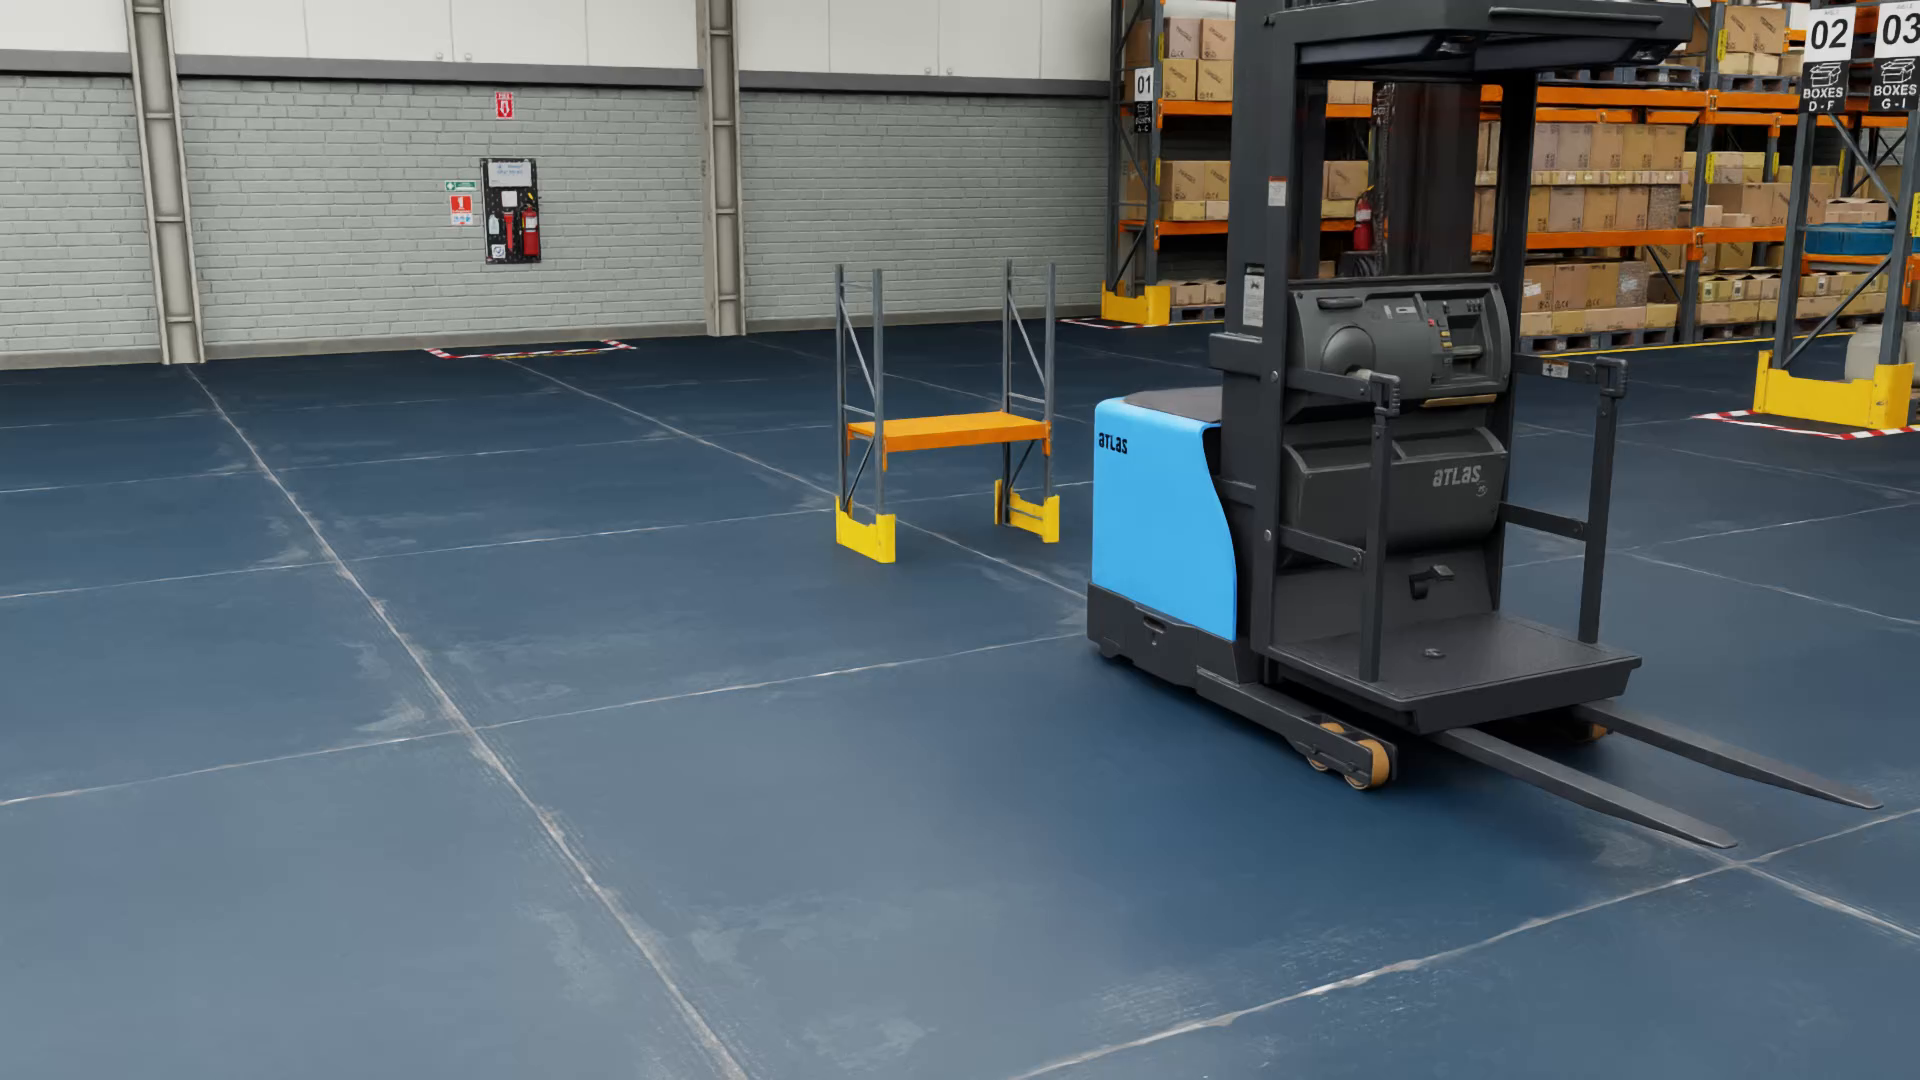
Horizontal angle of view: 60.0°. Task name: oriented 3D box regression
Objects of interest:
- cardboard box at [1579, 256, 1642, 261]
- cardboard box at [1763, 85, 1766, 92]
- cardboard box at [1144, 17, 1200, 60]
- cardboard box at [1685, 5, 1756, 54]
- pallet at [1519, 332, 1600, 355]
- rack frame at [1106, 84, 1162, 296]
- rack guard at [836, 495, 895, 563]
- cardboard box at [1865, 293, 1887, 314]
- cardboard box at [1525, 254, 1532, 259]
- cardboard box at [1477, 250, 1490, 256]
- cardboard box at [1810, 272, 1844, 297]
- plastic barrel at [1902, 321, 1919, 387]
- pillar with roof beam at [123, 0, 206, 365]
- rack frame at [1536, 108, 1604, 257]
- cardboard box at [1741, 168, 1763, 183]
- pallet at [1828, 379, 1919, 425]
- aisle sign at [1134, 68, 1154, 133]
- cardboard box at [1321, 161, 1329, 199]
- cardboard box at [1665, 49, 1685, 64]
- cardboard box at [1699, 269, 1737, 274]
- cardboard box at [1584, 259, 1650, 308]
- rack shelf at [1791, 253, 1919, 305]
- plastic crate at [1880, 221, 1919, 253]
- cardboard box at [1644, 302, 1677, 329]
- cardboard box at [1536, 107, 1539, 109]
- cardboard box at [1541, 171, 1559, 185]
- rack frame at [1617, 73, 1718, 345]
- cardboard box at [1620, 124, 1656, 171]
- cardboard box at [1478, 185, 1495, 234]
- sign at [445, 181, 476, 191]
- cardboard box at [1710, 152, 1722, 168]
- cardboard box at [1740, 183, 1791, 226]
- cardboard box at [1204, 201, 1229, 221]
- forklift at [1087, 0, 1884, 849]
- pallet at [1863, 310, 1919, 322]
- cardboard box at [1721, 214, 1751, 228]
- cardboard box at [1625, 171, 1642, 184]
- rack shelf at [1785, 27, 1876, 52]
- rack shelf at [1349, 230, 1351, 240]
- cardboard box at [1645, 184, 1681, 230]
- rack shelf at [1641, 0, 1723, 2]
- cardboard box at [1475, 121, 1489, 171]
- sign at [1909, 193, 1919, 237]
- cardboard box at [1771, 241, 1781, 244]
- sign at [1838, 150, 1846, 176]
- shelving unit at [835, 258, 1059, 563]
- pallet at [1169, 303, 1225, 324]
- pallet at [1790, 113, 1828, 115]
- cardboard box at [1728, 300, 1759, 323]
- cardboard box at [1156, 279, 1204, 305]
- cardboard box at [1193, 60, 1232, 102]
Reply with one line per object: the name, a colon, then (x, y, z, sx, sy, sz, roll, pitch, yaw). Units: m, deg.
cardboard box: (7.567, -3.046, 19.408, 0.500, 0.500, 0.500, -7, 14, -28)
cardboard box: (13.257, -7.362, 27.314, 0.500, 0.250, 0.500, -7, 14, -27)
cardboard box: (2.691, -6.342, 21.074, 0.500, 0.500, 0.500, -8, 15, -32)
cardboard box: (8.684, -5.823, 18.997, 0.500, 0.500, 0.500, -7, 14, -27)
pallet: (6.334, -2.240, 18.580, 1.213, 0.211, 1.003, -7, 14, -28)
rack frame: (2.236, -4.338, 21.554, 0.127, 3.000, 1.000, -7, 14, -28)
rack guard: (-0.504, -0.062, 8.813, 0.087, 0.250, 0.587, -7, 14, -28)
cardboard box: (11.290, -2.987, 20.854, 0.500, 0.250, 0.500, -6, 14, -27)
cardboard box: (8.143, -4.057, 24.997, 0.500, 0.500, 0.700, -7, 14, -28)
cardboard box: (7.672, -4.352, 24.599, 0.500, 0.250, 0.500, -7, 14, -28)
cardboard box: (10.396, -3.152, 20.310, 0.500, 0.311, 0.500, -7, 14, -28)
plastic barrel: (7.964, -1.557, 13.905, 0.421, 0.512, 0.421, 0, 13, 0)
pillar with roof beam: (-6.034, -5.413, 12.667, 0.400, 9.000, 9.100, -7, 14, -28)
rack frame: (9.258, -5.180, 25.294, 0.127, 3.000, 1.000, -7, 14, -28)
cardboard box: (12.485, -5.707, 26.686, 0.500, 0.500, 0.500, -7, 15, -29)
pallet: (7.743, -1.170, 13.828, 1.213, 0.211, 1.003, -7, 14, -28)
aisle sign: (2.317, -5.541, 20.978, 0.004, 0.787, 0.394, -7, 14, -28)
cardboard box: (4.598, -4.848, 22.405, 0.500, 0.500, 0.500, -7, 15, -29)
cardboard box: (11.456, -7.565, 26.123, 0.500, 0.250, 0.500, -7, 15, -30)
cardboard box: (9.235, -3.148, 20.292, 0.500, 0.311, 0.500, -7, 14, -28)
cardboard box: (7.377, -2.893, 18.729, 0.500, 0.500, 0.500, -7, 14, -28)
rack shelf: (8.739, -2.288, 14.084, 4.000, 0.370, 1.077, -7, 14, -28)
plastic crate: (7.852, -2.534, 13.876, 0.408, 0.251, 0.499, -7, 14, -28)
cardboard box: (7.822, -2.577, 19.035, 0.500, 0.250, 0.500, -7, 14, -28)
cardboard box: (8.076, -6.585, 24.424, 0.637, 0.503, 0.797, -5, 14, -20)
cardboard box: (6.190, -3.885, 17.834, 0.250, 0.149, 0.380, -7, 14, -29)
rack frame: (8.124, -3.805, 19.184, 0.127, 3.000, 1.000, -7, 14, -28)
cardboard box: (7.295, -4.385, 18.580, 0.500, 0.500, 0.700, -7, 14, -28)
cardboard box: (5.488, -3.536, 17.760, 0.500, 0.500, 0.700, -6, 14, -26)
sign: (-5.544, -3.931, 18.457, 0.331, 0.109, 0.001, -7, 14, -28)
cardboard box: (11.580, -5.966, 26.129, 0.500, 0.250, 0.500, -7, 14, -27)
cardboard box: (9.708, -4.039, 19.998, 0.500, 0.500, 0.500, -7, 14, -28)
cardboard box: (3.266, -4.322, 21.779, 0.500, 0.250, 0.500, -7, 15, -30)
forklift: (1.651, -0.720, 5.633, 1.130, 2.935, 3.031, -6, 14, -26)
pallet: (12.308, -2.936, 21.676, 1.213, 0.211, 1.003, -7, 14, -28)
cardboard box: (9.000, -3.736, 19.450, 0.250, 0.149, 0.380, -7, 14, -28)
cardboard box: (7.311, -4.019, 18.429, 0.250, 0.149, 0.380, -7, 14, -28)
rack shelf: (14.524, -8.192, 27.563, 4.000, 0.370, 1.077, -7, 14, -28)
rack shelf: (7.503, -4.618, 24.438, 4.000, 0.370, 1.077, -7, 14, -28)
cardboard box: (7.737, -3.806, 18.960, 0.500, 0.500, 0.700, -7, 15, -29)
rack shelf: (6.368, -5.975, 17.713, 4.000, 0.370, 1.077, -7, 14, -28)
cardboard box: (5.075, -4.118, 17.392, 0.500, 0.500, 0.700, -7, 14, -28)
sign: (7.243, -2.458, 12.567, 0.005, 0.325, 0.100, -7, 14, -28)
cardboard box: (13.945, -5.068, 28.056, 0.250, 0.149, 0.380, -7, 15, -30)
sign: (11.367, -4.855, 21.395, 0.005, 0.325, 0.100, -7, 14, -28)
shelving unit: (-0.067, -0.724, 8.909, 1.083, 1.500, 0.587, -7, 14, -28)
pallet: (3.033, -3.064, 22.245, 1.213, 0.211, 1.003, -7, 14, -28)
pallet: (14.562, -7.232, 27.784, 1.213, 0.211, 1.003, -7, 14, -28)
cardboard box: (9.046, -2.716, 19.654, 0.500, 0.250, 0.500, -6, 14, -26)
cardboard box: (2.887, -3.297, 22.047, 0.500, 0.311, 0.500, -9, 15, -34)
cardboard box: (3.138, -5.897, 21.374, 0.500, 0.500, 0.500, -6, 14, -24)
